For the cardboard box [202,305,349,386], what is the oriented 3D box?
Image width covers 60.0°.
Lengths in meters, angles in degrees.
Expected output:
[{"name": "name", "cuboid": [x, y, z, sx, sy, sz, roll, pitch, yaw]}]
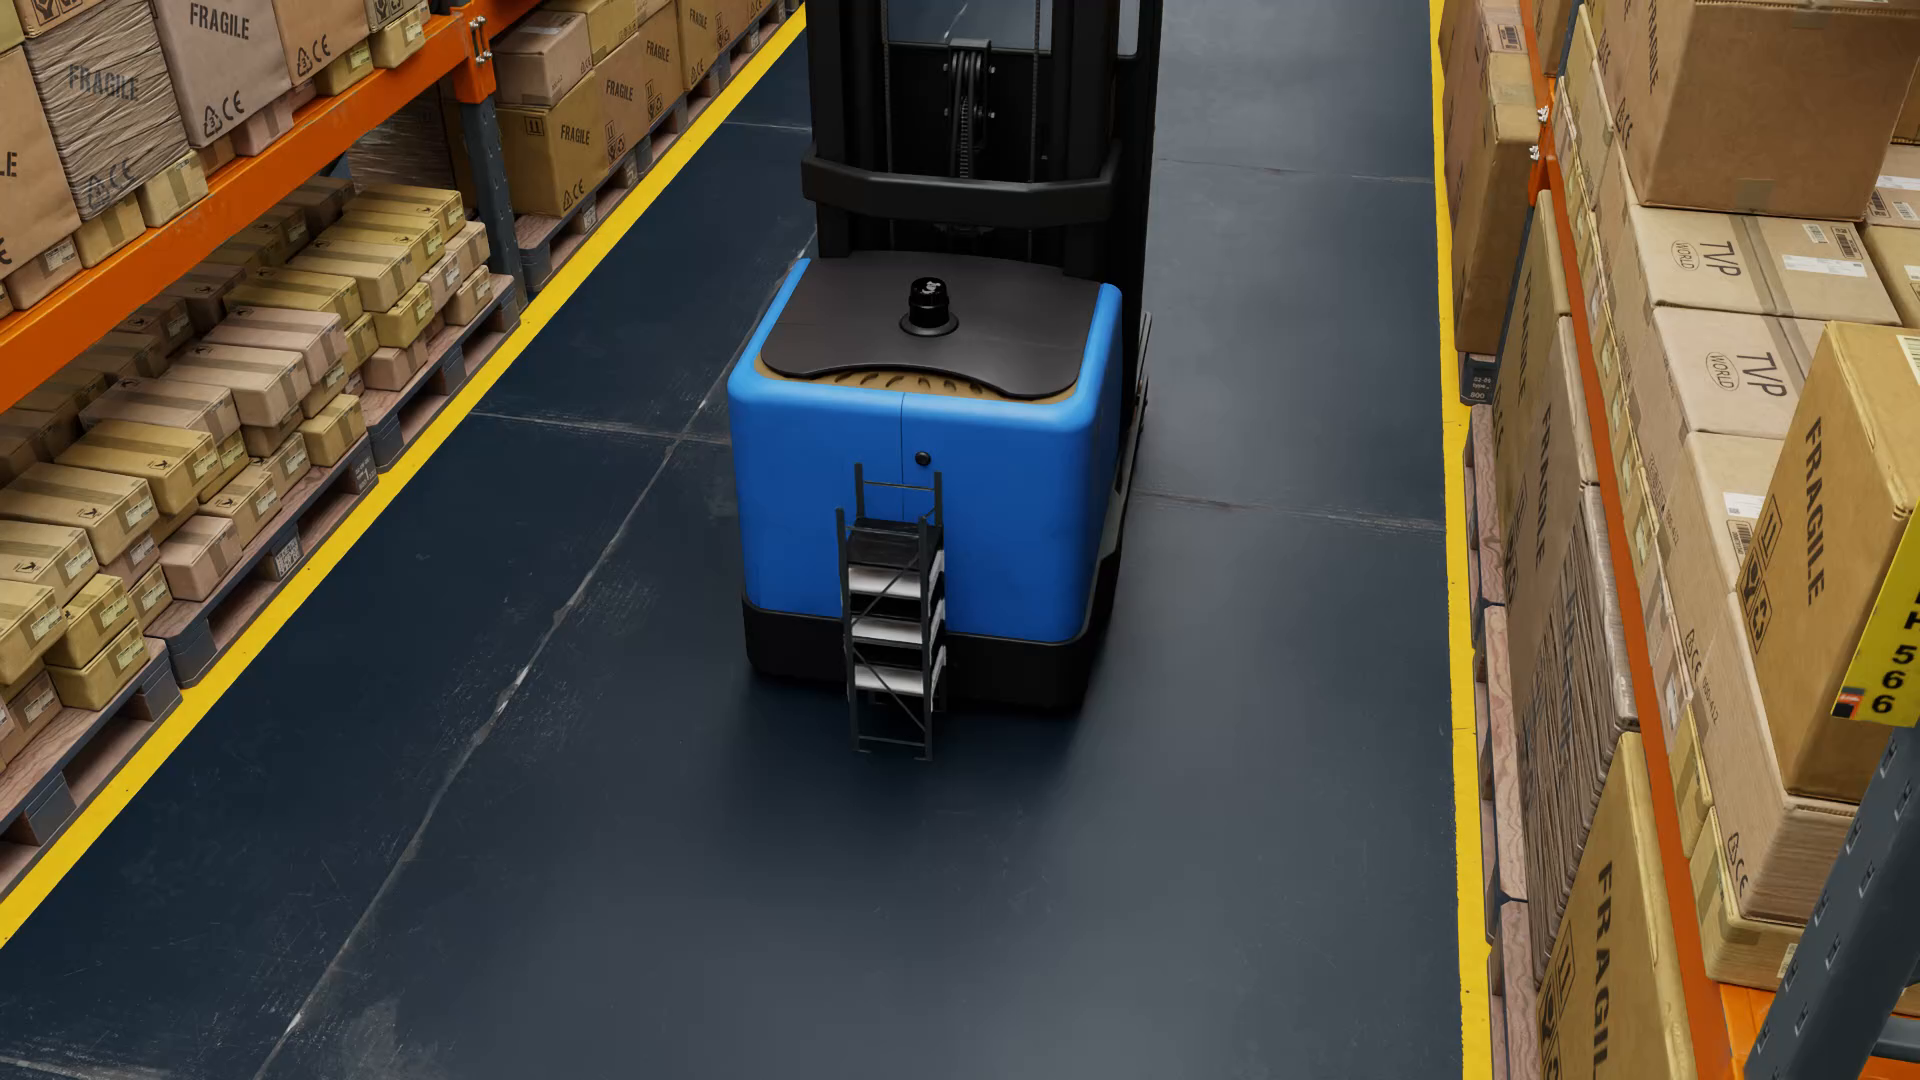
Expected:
[{"name": "cardboard box", "cuboid": [-2.334, -0.666, 5.678, 0.380, 0.149, 0.250, 6, 36, 8]}]

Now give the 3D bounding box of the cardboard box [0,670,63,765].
[{"name": "cardboard box", "cuboid": [-2.758, 0.467, 4.622, 0.380, 0.149, 0.250, 8, 37, 10]}]

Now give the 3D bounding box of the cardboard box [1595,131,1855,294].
[{"name": "cardboard box", "cuboid": [1.900, -0.808, 4.184, 0.500, 0.250, 0.500, 8, 37, 11]}]

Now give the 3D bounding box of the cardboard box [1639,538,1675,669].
[{"name": "cardboard box", "cuboid": [1.536, 0.145, 3.207, 0.380, 0.149, 0.250, 8, 37, 11]}]

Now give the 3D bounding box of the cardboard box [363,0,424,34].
[{"name": "cardboard box", "cuboid": [-2.178, -2.095, 5.746, 0.500, 0.500, 0.500, 7, 37, 10]}]

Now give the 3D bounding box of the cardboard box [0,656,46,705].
[{"name": "cardboard box", "cuboid": [-2.763, 0.340, 4.542, 0.380, 0.149, 0.250, 8, 37, 11]}]

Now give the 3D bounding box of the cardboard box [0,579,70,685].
[{"name": "cardboard box", "cuboid": [-2.641, 0.230, 4.441, 0.380, 0.149, 0.250, 7, 37, 10]}]

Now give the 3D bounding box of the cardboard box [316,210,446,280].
[{"name": "cardboard box", "cuboid": [-2.189, -1.116, 6.298, 0.380, 0.149, 0.250, 8, 37, 11]}]

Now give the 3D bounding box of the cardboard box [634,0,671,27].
[{"name": "cardboard box", "cuboid": [-1.710, -2.697, 8.048, 0.500, 0.250, 0.500, 9, 37, 12]}]

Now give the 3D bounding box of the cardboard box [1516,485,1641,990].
[{"name": "cardboard box", "cuboid": [1.871, 0.517, 3.933, 0.875, 0.875, 0.875, 7, 37, 10]}]

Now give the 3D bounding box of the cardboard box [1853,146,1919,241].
[{"name": "cardboard box", "cuboid": [2.418, -0.752, 4.105, 0.500, 0.250, 0.500, 8, 37, 11]}]

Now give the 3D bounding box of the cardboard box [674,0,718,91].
[{"name": "cardboard box", "cuboid": [-1.593, -2.686, 8.672, 0.500, 0.500, 0.500, 6, 36, 8]}]

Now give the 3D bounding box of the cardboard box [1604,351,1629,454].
[{"name": "cardboard box", "cuboid": [1.700, -0.294, 3.814, 0.380, 0.149, 0.250, 8, 37, 11]}]

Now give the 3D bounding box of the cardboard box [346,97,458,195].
[{"name": "cardboard box", "cuboid": [-2.439, -1.861, 7.534, 0.500, 0.500, 0.500, 7, 36, 9]}]

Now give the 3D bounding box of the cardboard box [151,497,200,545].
[{"name": "cardboard box", "cuboid": [-2.621, -0.118, 5.174, 0.380, 0.149, 0.250, 9, 37, 12]}]

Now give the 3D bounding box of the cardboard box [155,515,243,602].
[{"name": "cardboard box", "cuboid": [-2.497, 0.044, 5.205, 0.380, 0.149, 0.250, 6, 36, 8]}]

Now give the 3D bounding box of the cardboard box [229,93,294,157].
[{"name": "cardboard box", "cuboid": [-2.355, -1.341, 5.258, 0.380, 0.149, 0.250, 6, 36, 8]}]

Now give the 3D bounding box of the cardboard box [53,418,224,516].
[{"name": "cardboard box", "cuboid": [-2.500, -0.225, 5.069, 0.380, 0.149, 0.250, 8, 37, 11]}]

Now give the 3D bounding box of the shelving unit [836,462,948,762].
[{"name": "shelving unit", "cuboid": [-0.183, 0.219, 4.673, 0.258, 0.900, 0.210, 6, 39, 9]}]

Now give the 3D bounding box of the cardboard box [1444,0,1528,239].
[{"name": "cardboard box", "cuboid": [2.780, -1.759, 7.074, 1.225, 0.875, 0.875, 6, 36, 8]}]

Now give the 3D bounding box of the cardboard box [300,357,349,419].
[{"name": "cardboard box", "cuboid": [-2.378, -0.570, 5.799, 0.380, 0.149, 0.250, 8, 37, 11]}]

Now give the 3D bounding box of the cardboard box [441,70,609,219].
[{"name": "cardboard box", "cuboid": [-1.934, -1.795, 7.443, 0.500, 0.500, 0.500, 9, 37, 12]}]

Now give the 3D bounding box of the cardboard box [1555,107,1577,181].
[{"name": "cardboard box", "cuboid": [2.029, -1.187, 5.046, 0.380, 0.149, 0.250, 6, 36, 8]}]

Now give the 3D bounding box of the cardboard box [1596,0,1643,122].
[{"name": "cardboard box", "cuboid": [2.008, -1.407, 4.370, 0.500, 0.500, 0.500, 7, 37, 10]}]

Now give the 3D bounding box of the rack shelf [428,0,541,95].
[{"name": "rack shelf", "cuboid": [-1.924, -3.102, 8.088, 1.077, 0.370, 4.000, 7, 37, 10]}]

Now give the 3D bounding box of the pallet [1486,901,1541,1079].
[{"name": "pallet", "cuboid": [1.713, 1.387, 3.657, 1.003, 0.211, 1.213, 7, 37, 10]}]

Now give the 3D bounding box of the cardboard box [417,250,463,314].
[{"name": "cardboard box", "cuboid": [-2.153, -1.006, 6.400, 0.380, 0.149, 0.250, 6, 36, 8]}]

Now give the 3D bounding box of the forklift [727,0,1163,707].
[{"name": "forklift", "cuboid": [0.113, -1.550, 5.391, 1.130, 2.935, 3.031, 6, 36, 8]}]

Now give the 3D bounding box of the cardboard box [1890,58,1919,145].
[{"name": "cardboard box", "cuboid": [2.525, -1.347, 4.288, 0.500, 0.500, 0.500, 8, 37, 10]}]

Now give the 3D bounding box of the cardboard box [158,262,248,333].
[{"name": "cardboard box", "cuboid": [-2.783, -0.878, 5.970, 0.380, 0.149, 0.250, 6, 36, 9]}]

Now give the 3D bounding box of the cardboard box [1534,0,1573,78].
[{"name": "cardboard box", "cuboid": [2.306, -1.910, 5.744, 0.500, 0.500, 0.500, 7, 37, 10]}]

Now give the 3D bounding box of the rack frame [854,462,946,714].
[{"name": "rack frame", "cuboid": [-0.163, 0.156, 4.751, 0.240, 0.900, 0.006, 6, 39, 9]}]

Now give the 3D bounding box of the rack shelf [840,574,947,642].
[{"name": "rack shelf", "cuboid": [-0.183, 0.174, 4.638, 0.258, 0.077, 0.200, 6, 39, 9]}]

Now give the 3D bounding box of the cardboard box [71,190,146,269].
[{"name": "cardboard box", "cuboid": [-2.533, -0.898, 4.646, 0.380, 0.149, 0.250, 9, 37, 12]}]

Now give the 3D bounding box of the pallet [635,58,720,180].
[{"name": "pallet", "cuboid": [-1.928, -2.266, 8.697, 1.003, 0.211, 1.213, 7, 37, 10]}]

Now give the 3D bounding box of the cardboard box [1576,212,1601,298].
[{"name": "cardboard box", "cuboid": [1.864, -0.738, 4.427, 0.380, 0.149, 0.250, 7, 36, 9]}]

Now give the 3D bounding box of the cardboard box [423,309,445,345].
[{"name": "cardboard box", "cuboid": [-2.239, -0.857, 6.448, 0.380, 0.149, 0.250, 8, 37, 11]}]

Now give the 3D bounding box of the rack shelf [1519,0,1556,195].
[{"name": "rack shelf", "cuboid": [2.900, -2.423, 7.150, 1.077, 0.370, 4.000, 7, 37, 10]}]

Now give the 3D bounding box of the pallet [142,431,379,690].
[{"name": "pallet", "cuboid": [-2.718, -0.027, 5.607, 1.003, 0.211, 1.213, 7, 37, 10]}]

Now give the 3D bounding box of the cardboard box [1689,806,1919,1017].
[{"name": "cardboard box", "cuboid": [1.373, 0.582, 2.605, 0.380, 0.149, 0.250, 8, 37, 11]}]

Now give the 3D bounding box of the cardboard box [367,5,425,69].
[{"name": "cardboard box", "cuboid": [-2.132, -1.791, 5.879, 0.380, 0.149, 0.250, 6, 36, 9]}]

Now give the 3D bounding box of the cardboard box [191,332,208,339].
[{"name": "cardboard box", "cuboid": [-2.785, -0.761, 6.061, 0.380, 0.149, 0.250, 6, 36, 8]}]

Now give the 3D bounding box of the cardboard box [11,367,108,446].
[{"name": "cardboard box", "cuboid": [-2.986, -0.439, 5.365, 0.380, 0.149, 0.250, 7, 37, 10]}]

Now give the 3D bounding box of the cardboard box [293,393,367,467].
[{"name": "cardboard box", "cuboid": [-2.323, -0.402, 5.820, 0.380, 0.149, 0.250, 7, 37, 10]}]

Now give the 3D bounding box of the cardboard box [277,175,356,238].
[{"name": "cardboard box", "cuboid": [-2.627, -1.332, 6.597, 0.380, 0.149, 0.250, 9, 37, 12]}]

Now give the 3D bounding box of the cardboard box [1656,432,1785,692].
[{"name": "cardboard box", "cuboid": [1.572, 0.064, 2.980, 0.500, 0.250, 0.500, 7, 36, 9]}]

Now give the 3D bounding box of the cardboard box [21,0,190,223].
[{"name": "cardboard box", "cuboid": [-2.530, -1.220, 4.538, 0.500, 0.500, 0.500, 6, 36, 9]}]

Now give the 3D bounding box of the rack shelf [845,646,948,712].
[{"name": "rack shelf", "cuboid": [-0.181, 0.385, 4.806, 0.258, 0.077, 0.200, 6, 39, 9]}]

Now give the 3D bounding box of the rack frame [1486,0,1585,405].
[{"name": "rack frame", "cuboid": [2.473, -1.567, 5.357, 1.000, 3.000, 0.127, 7, 37, 10]}]
